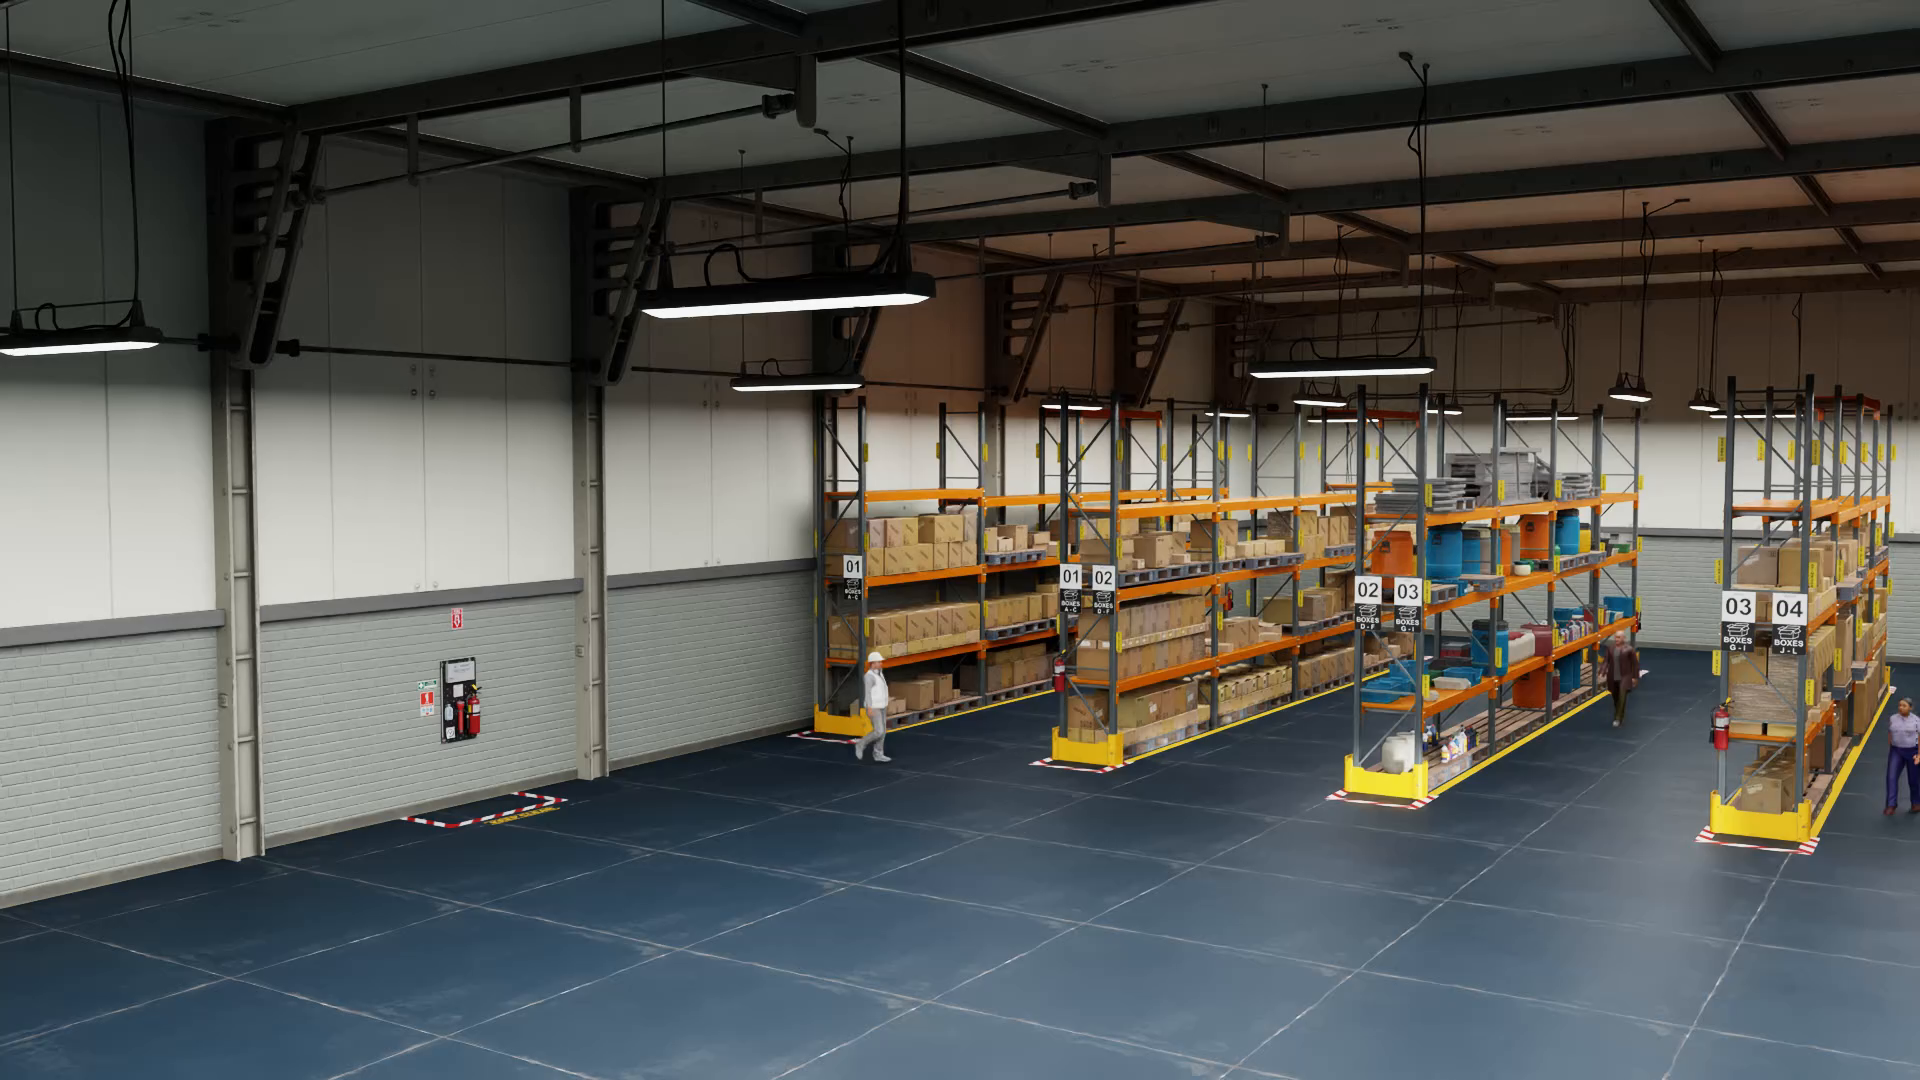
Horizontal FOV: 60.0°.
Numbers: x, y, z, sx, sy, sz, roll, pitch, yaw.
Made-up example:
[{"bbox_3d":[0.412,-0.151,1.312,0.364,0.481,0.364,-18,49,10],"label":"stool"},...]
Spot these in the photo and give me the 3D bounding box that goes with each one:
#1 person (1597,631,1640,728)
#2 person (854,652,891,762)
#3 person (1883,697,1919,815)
[{"bbox_3d":[12.040,2.519,30.412,0.678,1.713,1.141,2,4,36],"label":"person"},{"bbox_3d":[-1.391,2.693,26.842,0.570,1.763,0.553,1,3,21],"label":"person"},{"bbox_3d":[13.045,2.974,22.965,0.501,1.596,0.931,3,4,43],"label":"person"}]
